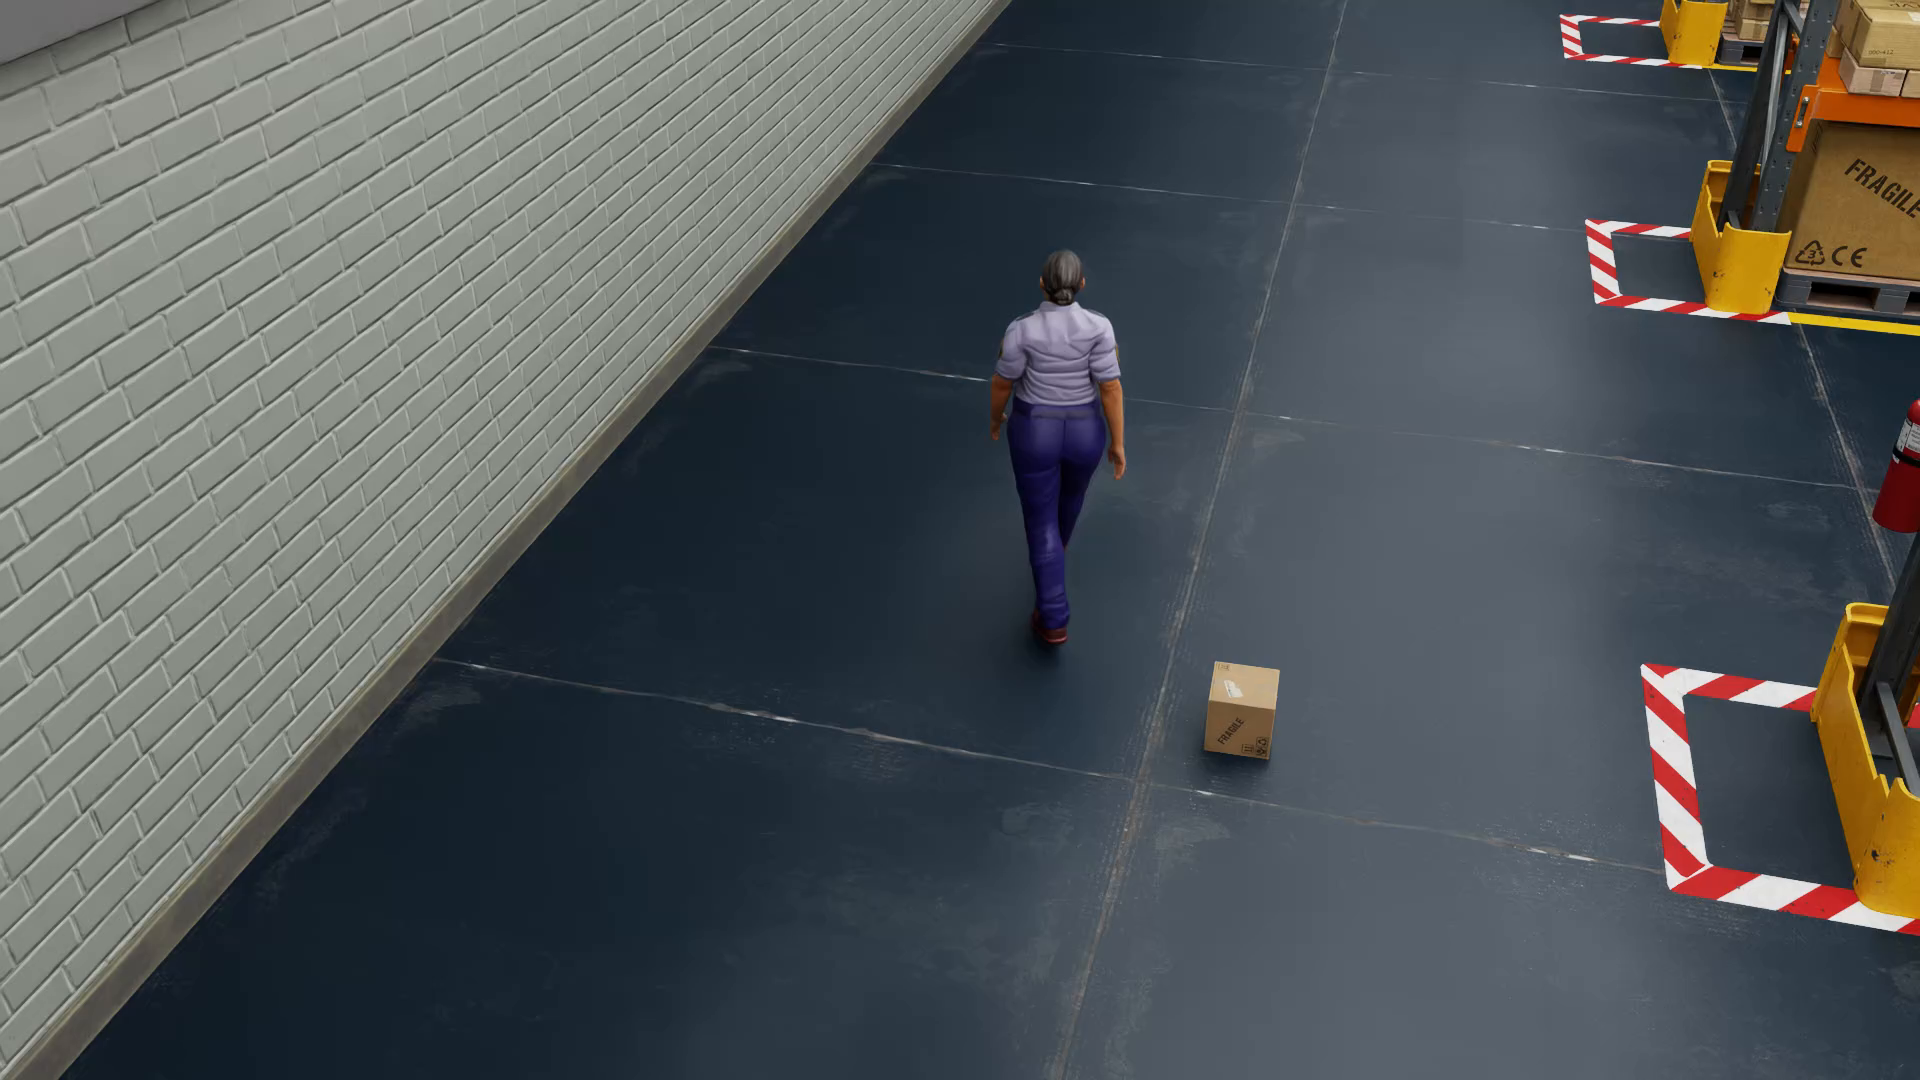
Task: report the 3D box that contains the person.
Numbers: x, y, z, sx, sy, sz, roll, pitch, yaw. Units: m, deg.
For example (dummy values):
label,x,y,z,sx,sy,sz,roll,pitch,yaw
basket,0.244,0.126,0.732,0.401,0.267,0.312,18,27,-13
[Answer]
label,x,y,z,sx,sy,sz,roll,pitch,yaw
person,0.387,-0.467,6.868,0.521,1.584,1.010,-5,33,-8
